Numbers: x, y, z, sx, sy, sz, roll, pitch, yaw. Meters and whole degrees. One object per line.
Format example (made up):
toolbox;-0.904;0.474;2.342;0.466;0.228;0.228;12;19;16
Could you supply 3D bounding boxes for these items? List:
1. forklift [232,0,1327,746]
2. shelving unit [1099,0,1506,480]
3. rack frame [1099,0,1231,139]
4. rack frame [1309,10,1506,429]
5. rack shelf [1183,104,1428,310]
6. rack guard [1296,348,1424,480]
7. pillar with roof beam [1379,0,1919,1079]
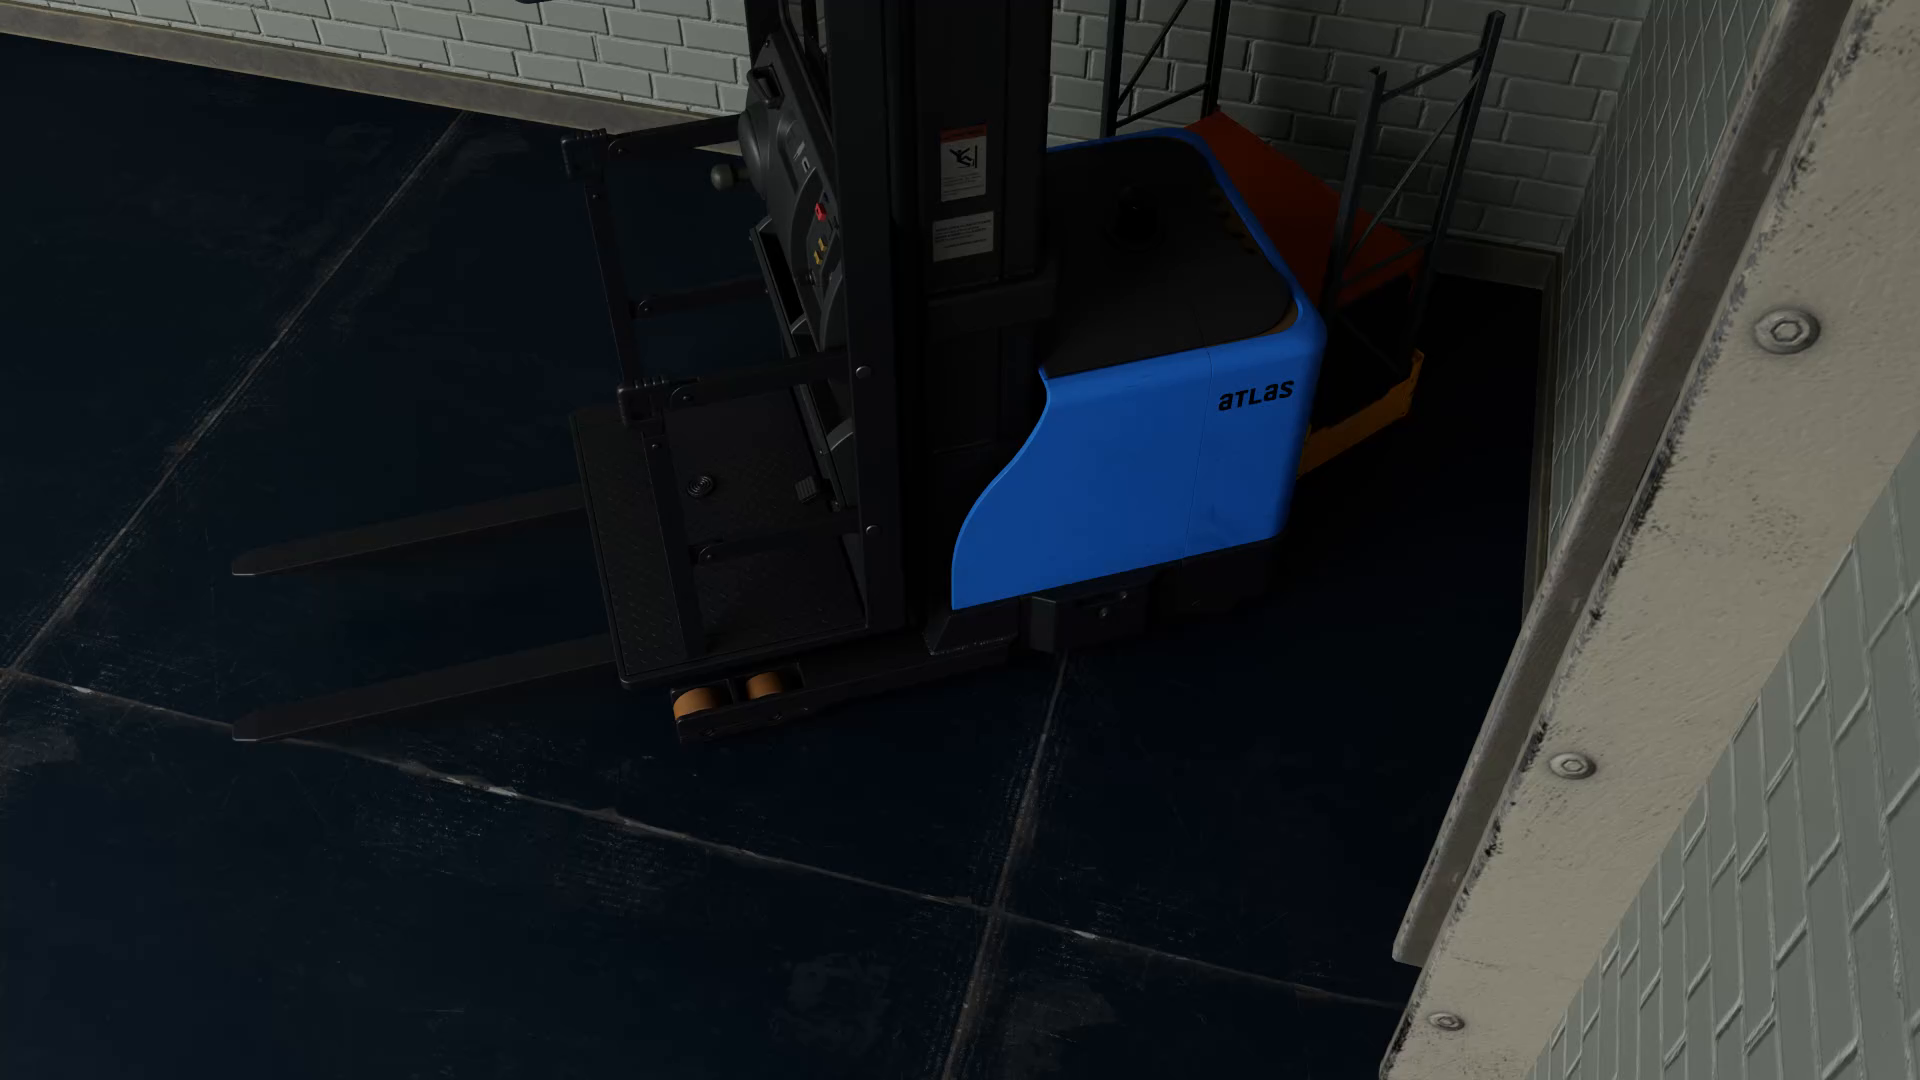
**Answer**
forklift;-0.598;-0.839;4.036;3.031;2.935;1.130;-12;50;-11
shelving unit;0.974;-1.127;5.245;0.587;1.500;1.083;-29;55;-23
rack frame;0.667;-1.440;5.520;0.500;1.500;0.032;-29;55;-23
rack frame;1.270;-0.826;4.979;0.500;1.500;0.032;-29;55;-23
rack shelf;0.969;-1.014;5.384;0.538;0.185;1.000;-29;55;-23
rack guard;1.269;-0.413;5.448;0.587;0.250;0.087;-29;55;-23
pillar with roof beam;-2.926;-2.612;1.553;9.100;9.000;0.400;12;50;10
